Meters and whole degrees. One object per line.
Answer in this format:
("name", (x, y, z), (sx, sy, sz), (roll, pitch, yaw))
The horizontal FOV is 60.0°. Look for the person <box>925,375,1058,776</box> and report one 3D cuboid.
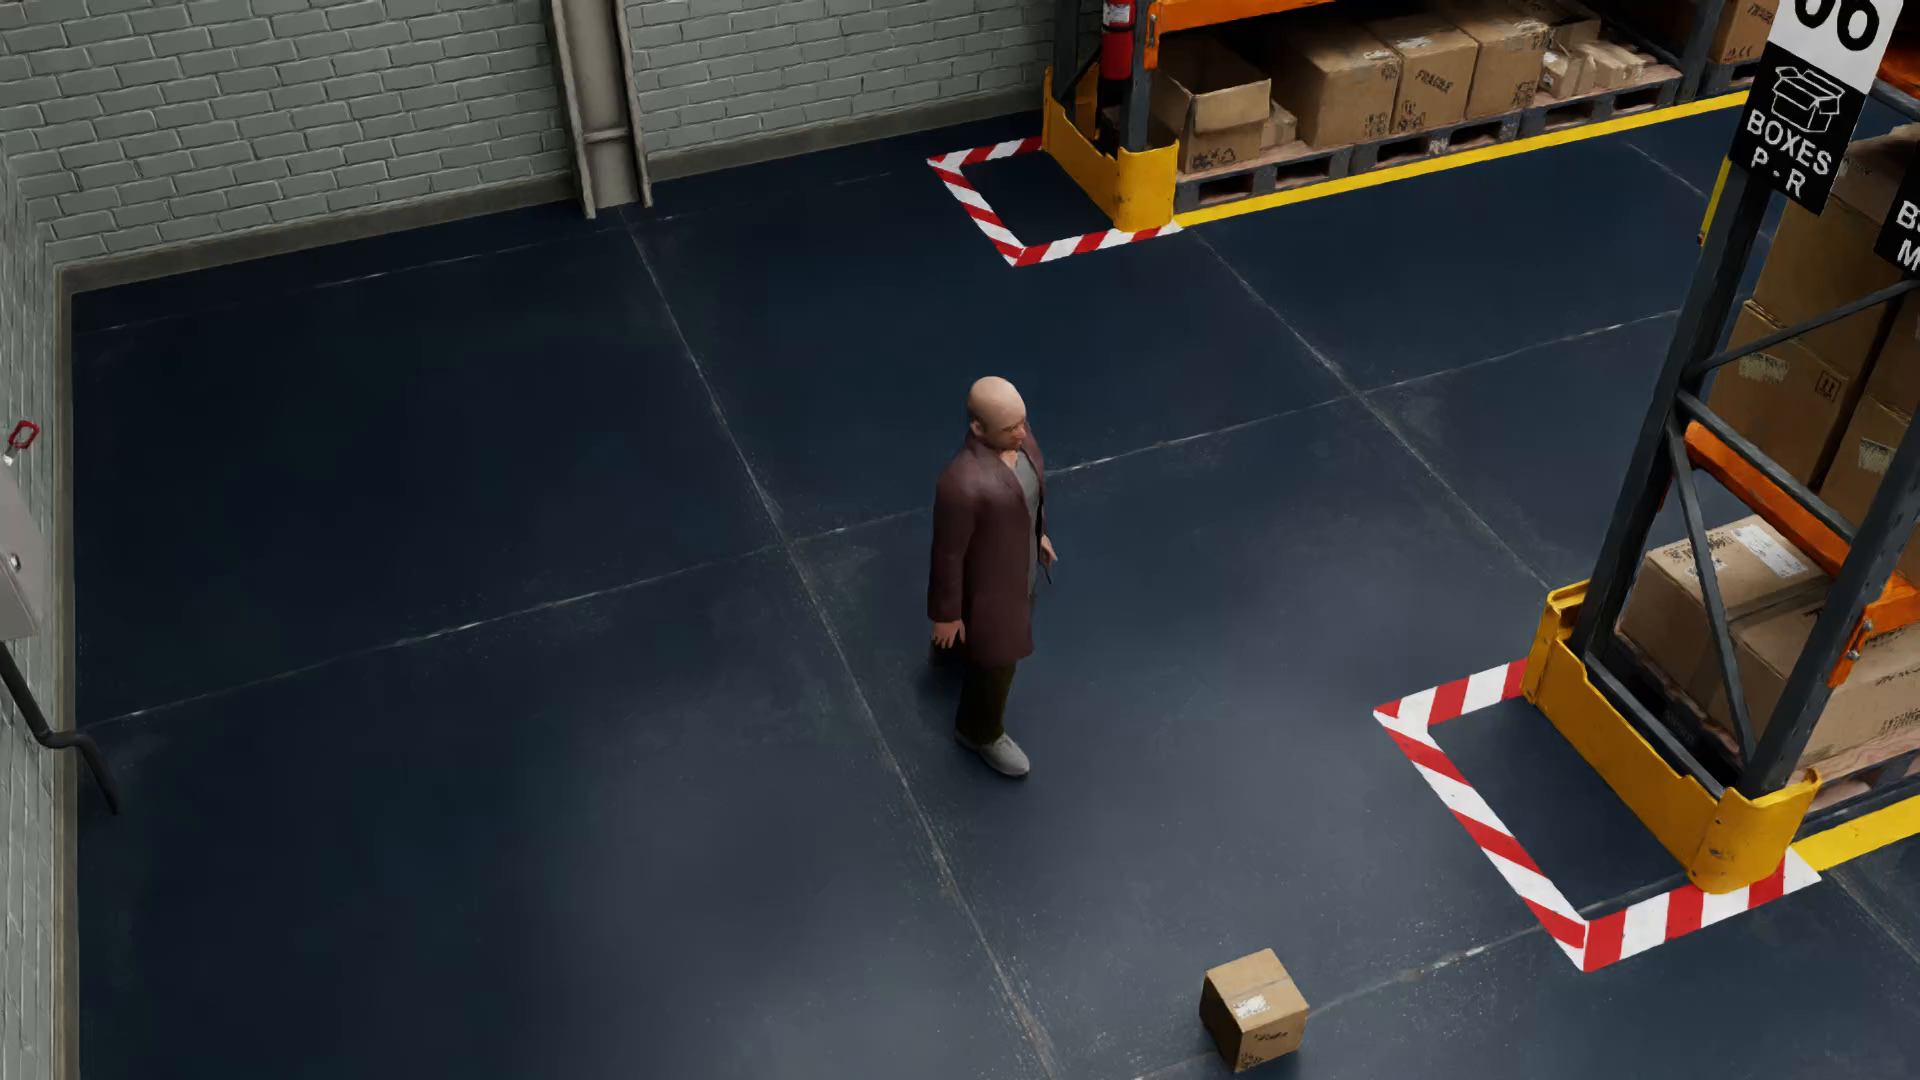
("person", (0.082, 0.048, 6.117), (0.579, 1.768, 0.823), (14, 43, 16))
